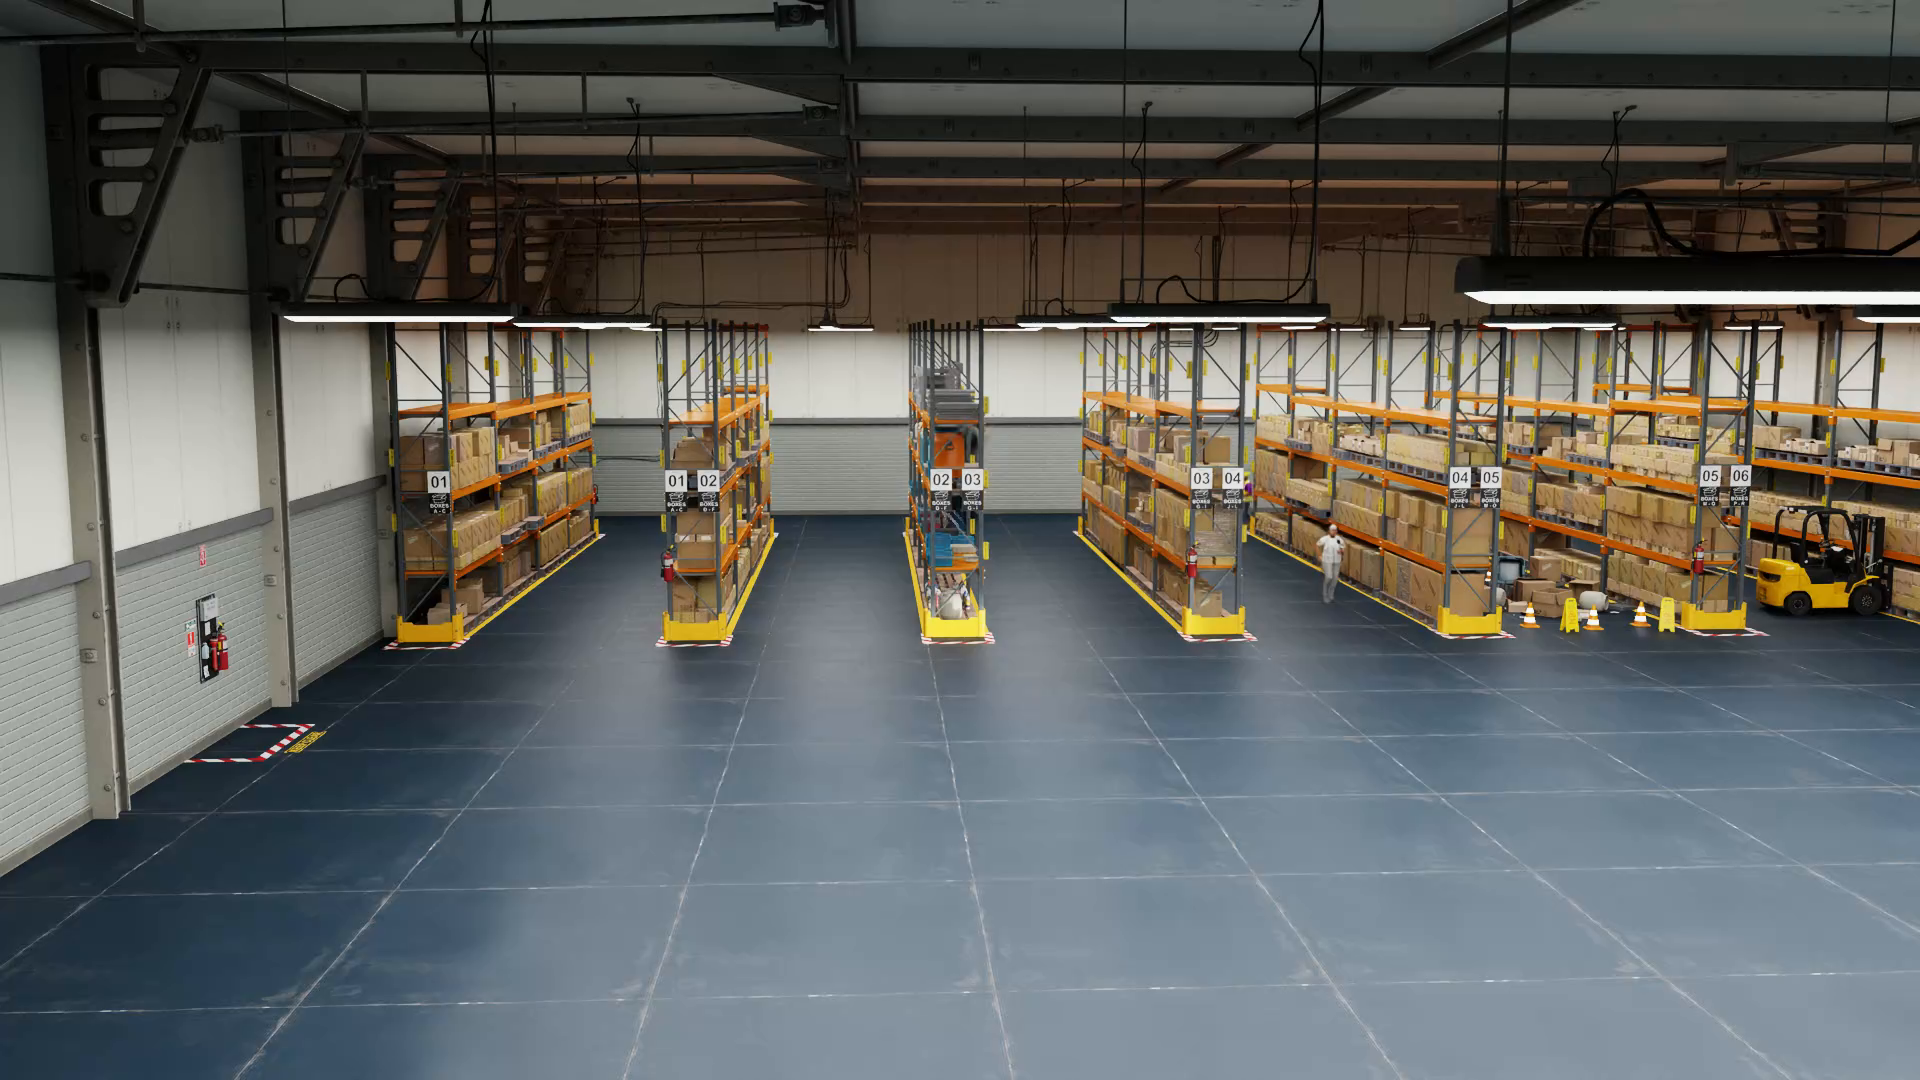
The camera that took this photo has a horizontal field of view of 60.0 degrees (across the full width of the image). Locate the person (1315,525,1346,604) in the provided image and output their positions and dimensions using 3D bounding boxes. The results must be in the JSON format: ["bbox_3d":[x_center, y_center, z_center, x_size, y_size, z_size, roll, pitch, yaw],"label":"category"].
[{"bbox_3d":[7.949,0.519,35.589,0.575,1.708,0.712,-1,7,-6],"label":"person"}]

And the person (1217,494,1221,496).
[{"bbox_3d":[7.146,-0.985,47.794,0.648,1.605,0.974,2,7,18],"label":"person"}]

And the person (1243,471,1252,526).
[{"bbox_3d":[8.434,-1.177,49.034,0.771,1.735,0.798,-2,7,-19],"label":"person"}]
